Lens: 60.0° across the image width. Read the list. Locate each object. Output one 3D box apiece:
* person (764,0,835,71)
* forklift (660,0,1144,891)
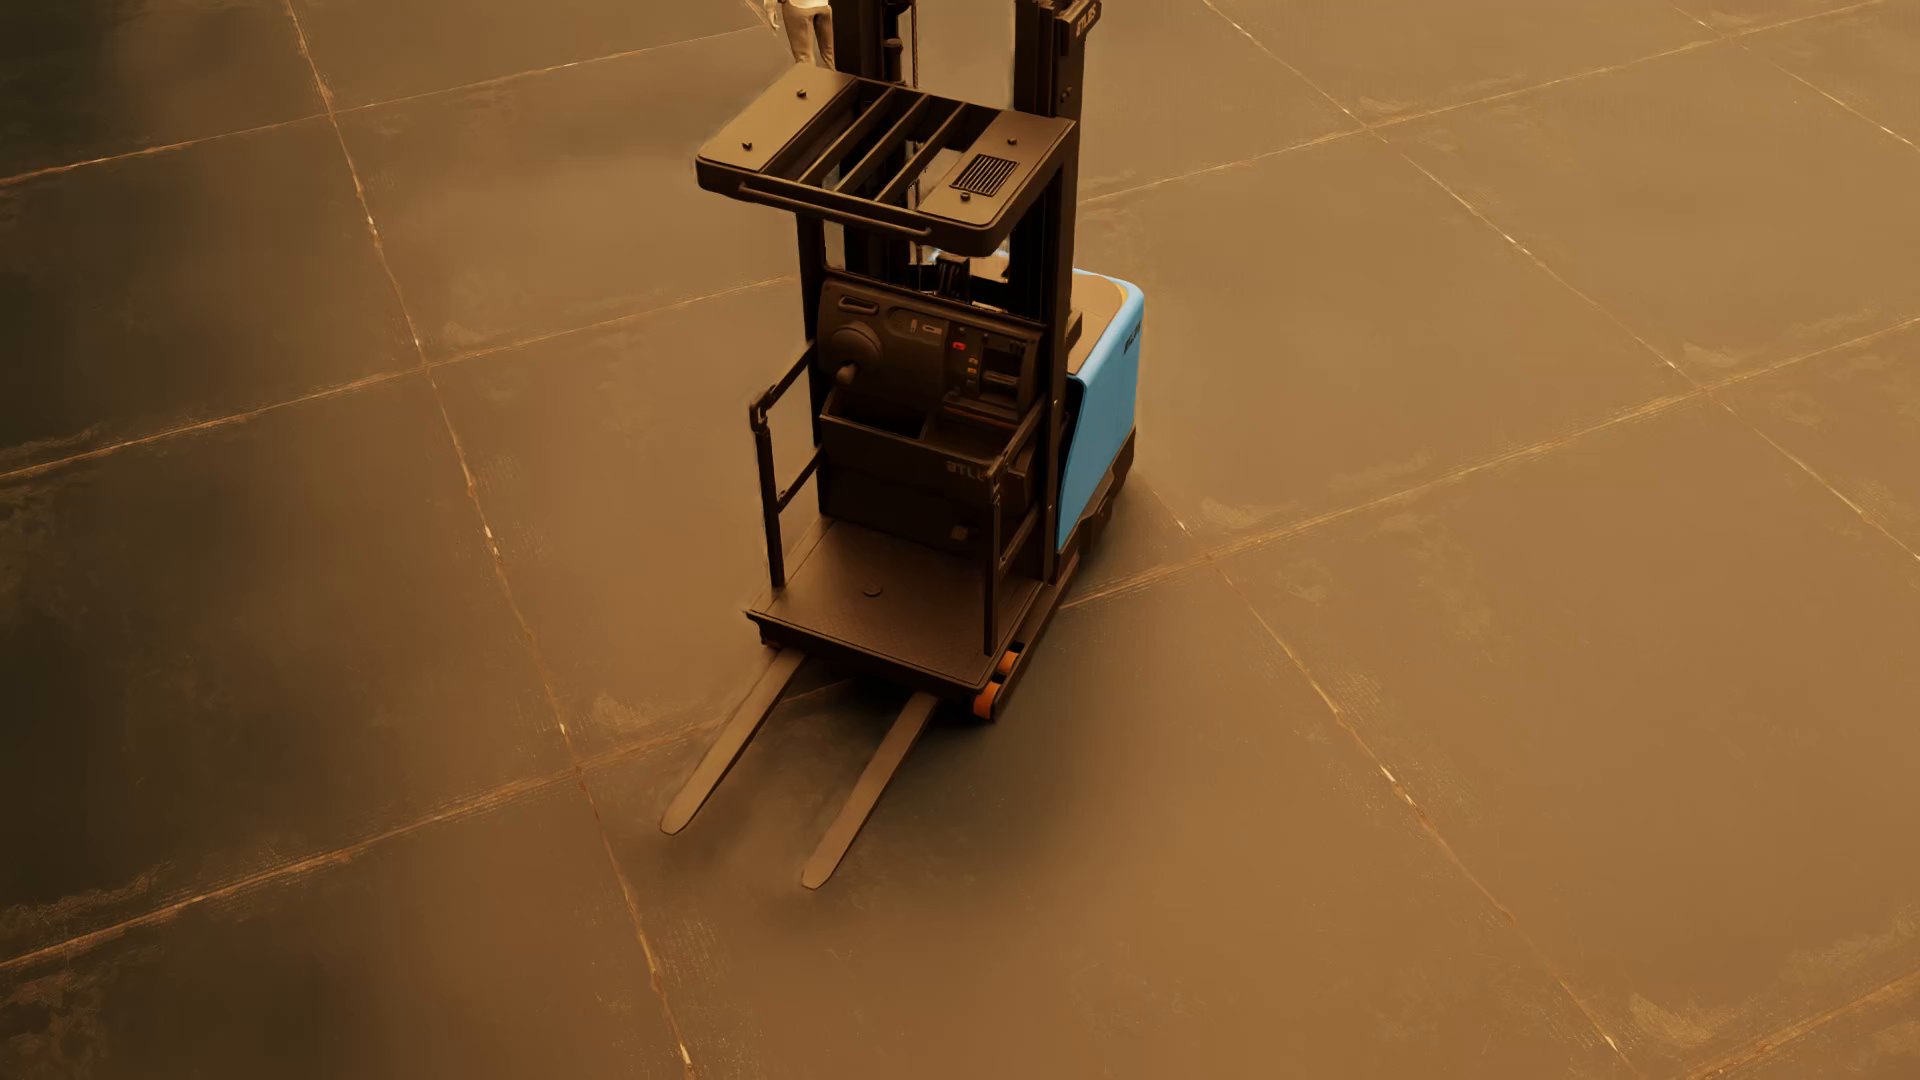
[{"bbox_3d":[-0.950,-3.314,10.126,0.586,1.695,0.533,-24,48,-24],"label":"person"},{"bbox_3d":[-0.219,-0.654,6.381,1.130,2.935,3.031,17,46,17],"label":"forklift"}]
